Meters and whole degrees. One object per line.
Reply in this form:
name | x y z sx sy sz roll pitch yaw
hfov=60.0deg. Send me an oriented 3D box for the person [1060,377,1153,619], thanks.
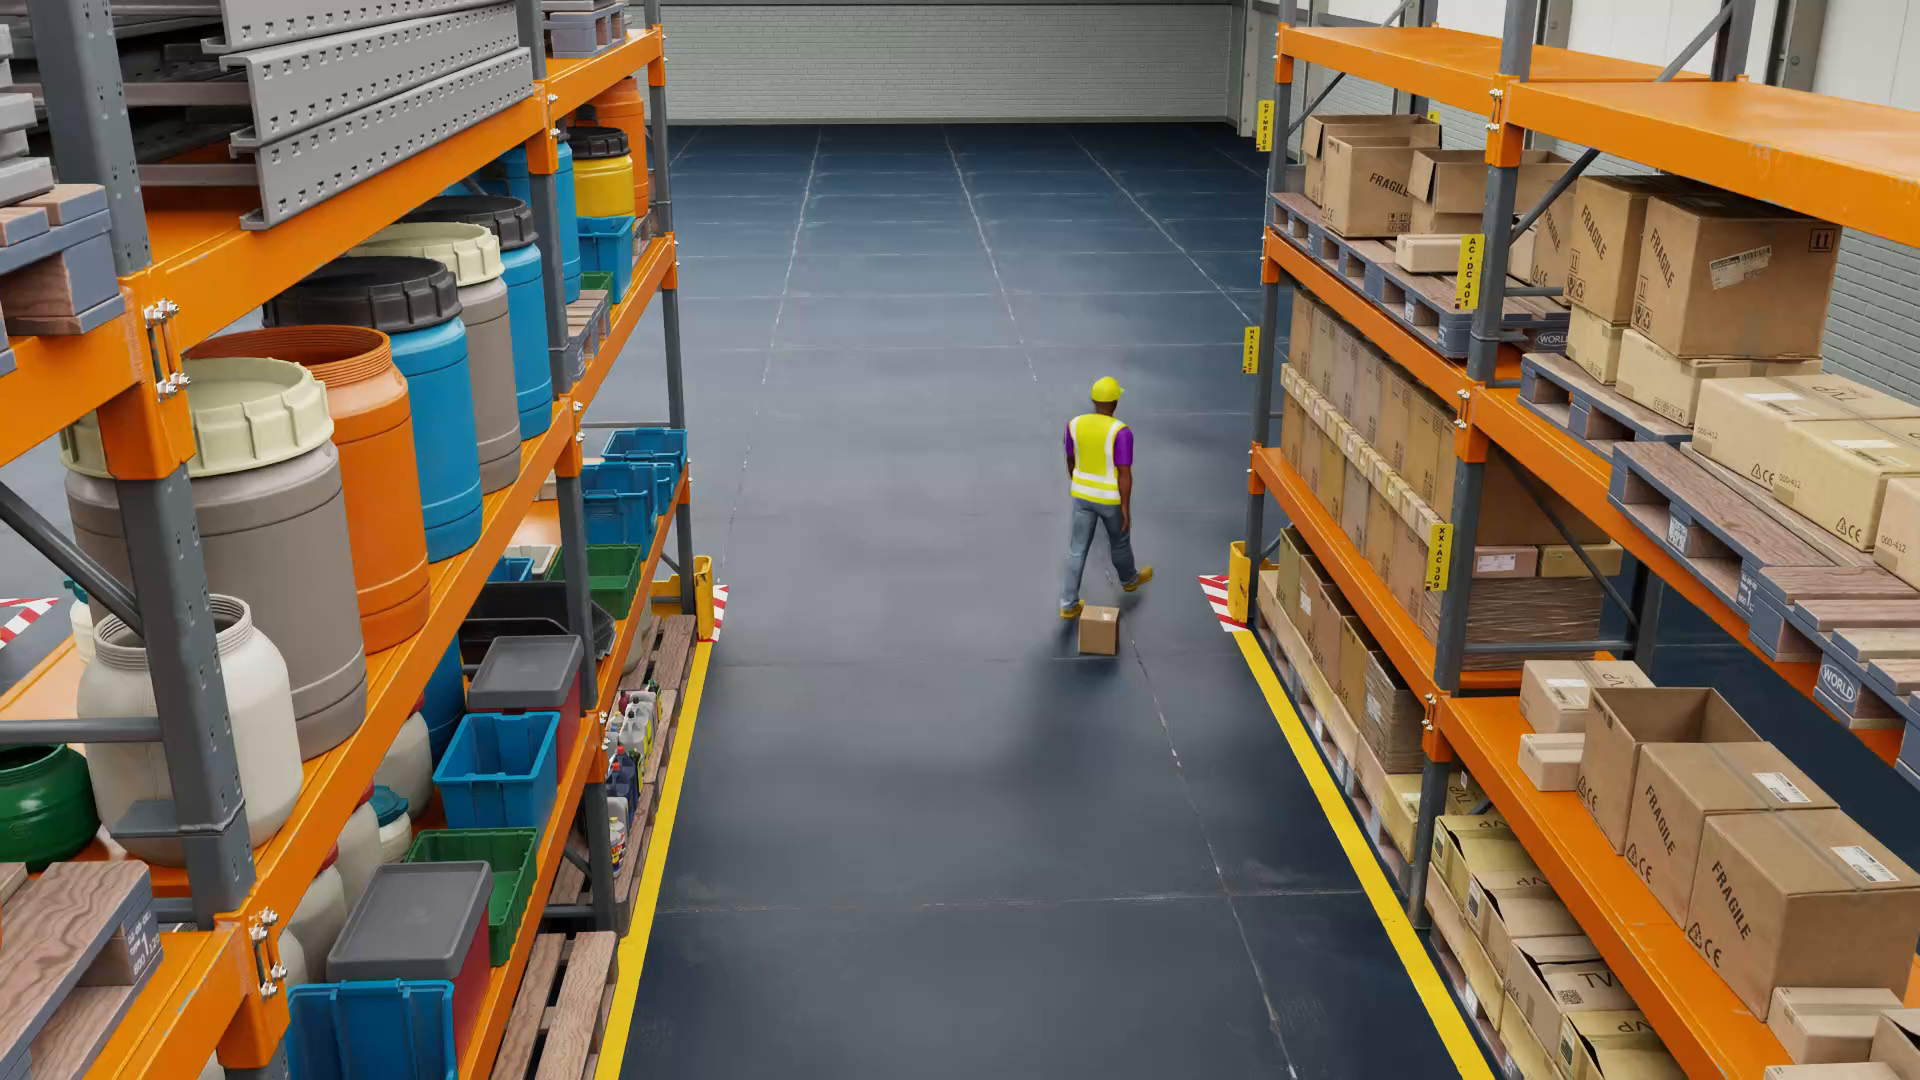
person | 1.042 -0.353 11.989 0.608 1.703 1.076 12 23 28
